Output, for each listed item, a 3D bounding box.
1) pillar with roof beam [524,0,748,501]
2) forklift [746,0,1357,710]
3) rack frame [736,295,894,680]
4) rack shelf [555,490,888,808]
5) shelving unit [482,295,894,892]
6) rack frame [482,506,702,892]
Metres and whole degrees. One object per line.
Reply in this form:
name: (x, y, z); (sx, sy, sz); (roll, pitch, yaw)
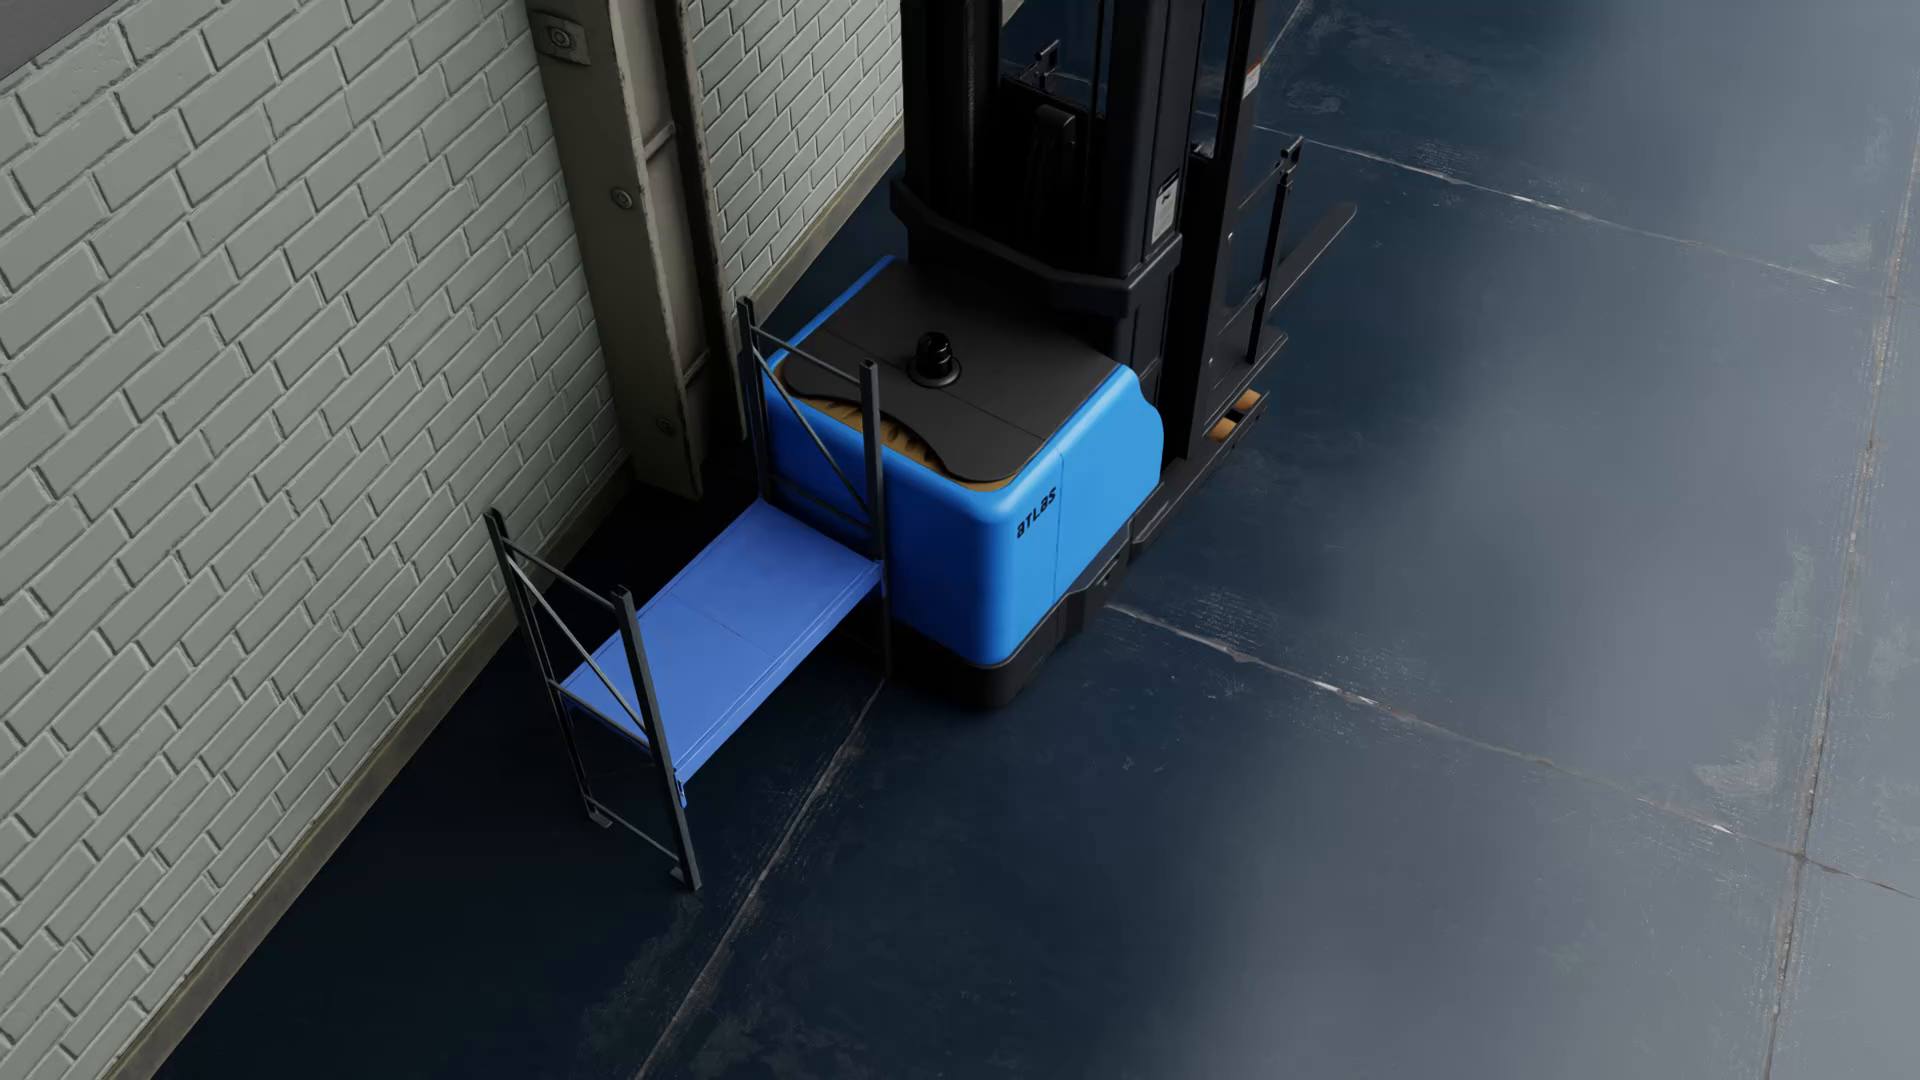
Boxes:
pillar with roof beam: (2.828, -1.851, 1.916); (9.100, 9.000, 0.400); (20, 52, 16)
forklift: (0.567, -1.462, 5.569); (1.130, 2.935, 3.031); (29, 55, 22)
rack frame: (-0.446, -0.115, 5.363); (0.500, 1.500, 0.032); (29, 55, 22)
rack shelf: (-0.741, 0.316, 5.232); (0.538, 0.185, 1.000); (29, 55, 22)
shelving unit: (-0.741, 0.200, 5.095); (0.538, 1.500, 1.048); (29, 55, 22)
rack frame: (-1.037, 0.515, 4.827); (0.500, 1.500, 0.032); (29, 55, 22)
